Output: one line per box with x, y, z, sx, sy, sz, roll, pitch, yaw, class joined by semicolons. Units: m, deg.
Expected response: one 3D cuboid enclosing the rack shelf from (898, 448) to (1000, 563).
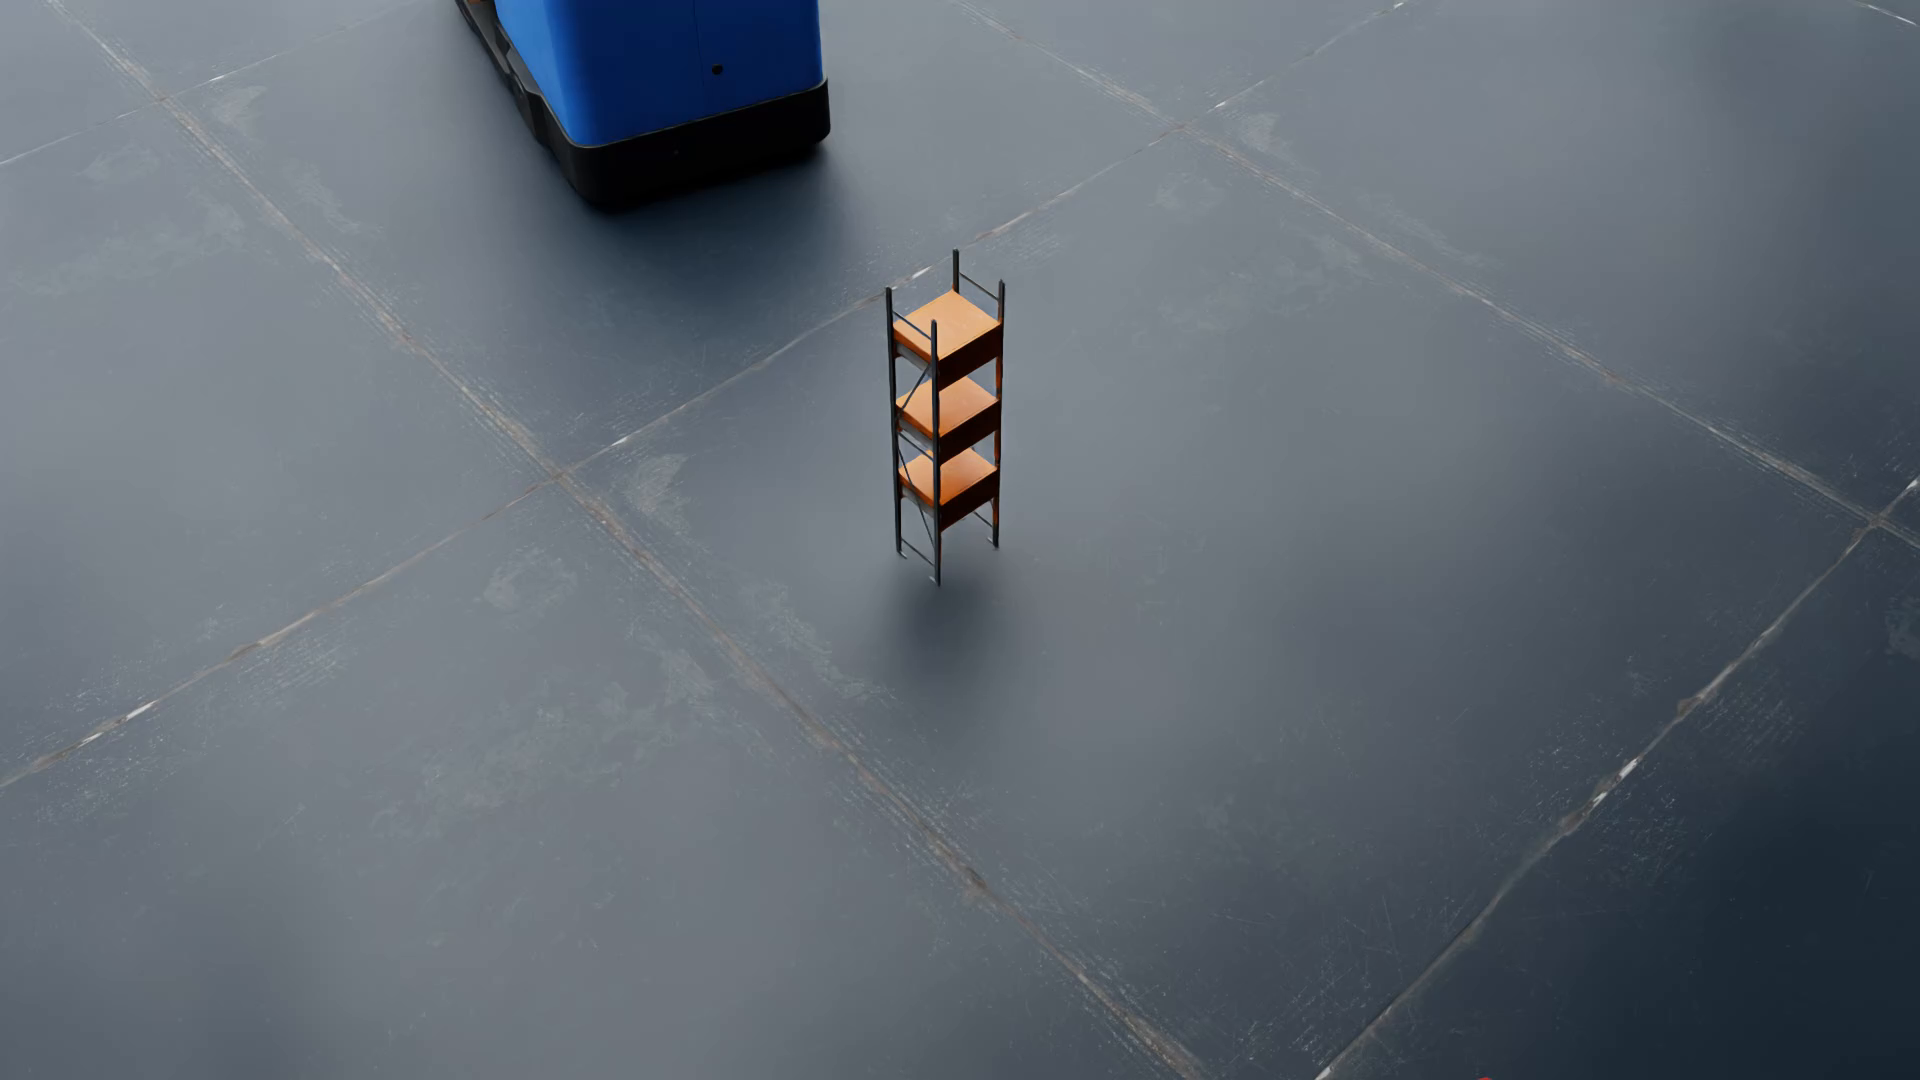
-0.040;-0.134;5.052;0.240;0.259;0.215;-34;56;-27;rack shelf

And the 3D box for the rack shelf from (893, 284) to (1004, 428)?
-0.040;-0.515;4.639;0.240;0.259;0.215;-34;56;-27;rack shelf

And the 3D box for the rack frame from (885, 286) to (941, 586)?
-0.130;-0.269;4.784;0.008;1.050;0.200;-34;56;-27;rack frame

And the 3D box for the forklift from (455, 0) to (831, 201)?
-1.632;-3.377;6.372;1.130;2.935;3.031;-20;51;-18;forklift

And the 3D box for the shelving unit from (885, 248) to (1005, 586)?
-0.040;-0.330;4.840;0.252;1.050;0.215;-34;56;-27;shelving unit

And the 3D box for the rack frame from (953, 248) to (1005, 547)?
0.051;-0.390;4.895;0.008;1.050;0.200;-34;56;-27;rack frame

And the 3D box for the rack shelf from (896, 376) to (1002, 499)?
-0.040;-0.322;4.848;0.240;0.259;0.215;-34;56;-27;rack shelf
